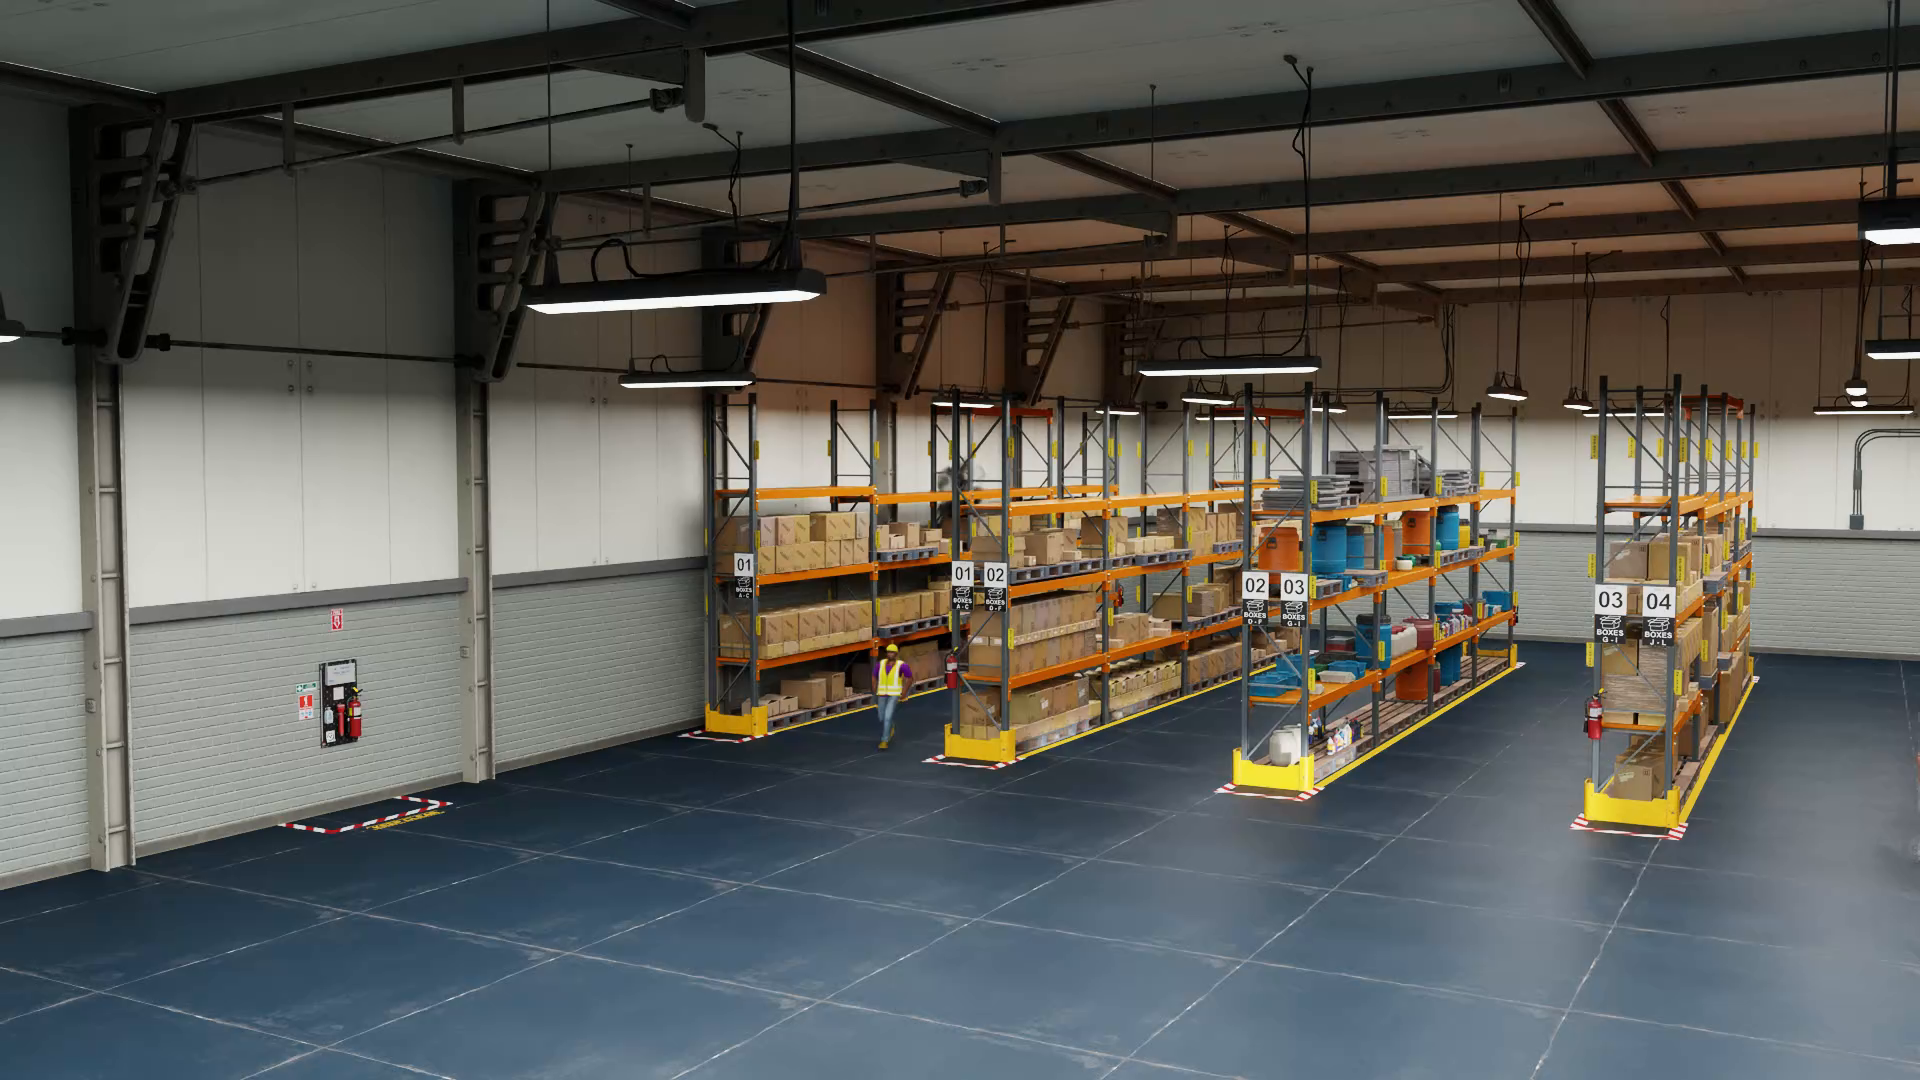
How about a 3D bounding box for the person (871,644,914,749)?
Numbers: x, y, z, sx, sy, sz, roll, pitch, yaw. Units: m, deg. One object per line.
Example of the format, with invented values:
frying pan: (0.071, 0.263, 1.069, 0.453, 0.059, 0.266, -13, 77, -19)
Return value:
person: (-1.181, 2.619, 28.070, 0.723, 1.725, 0.788, 1, 3, 17)
